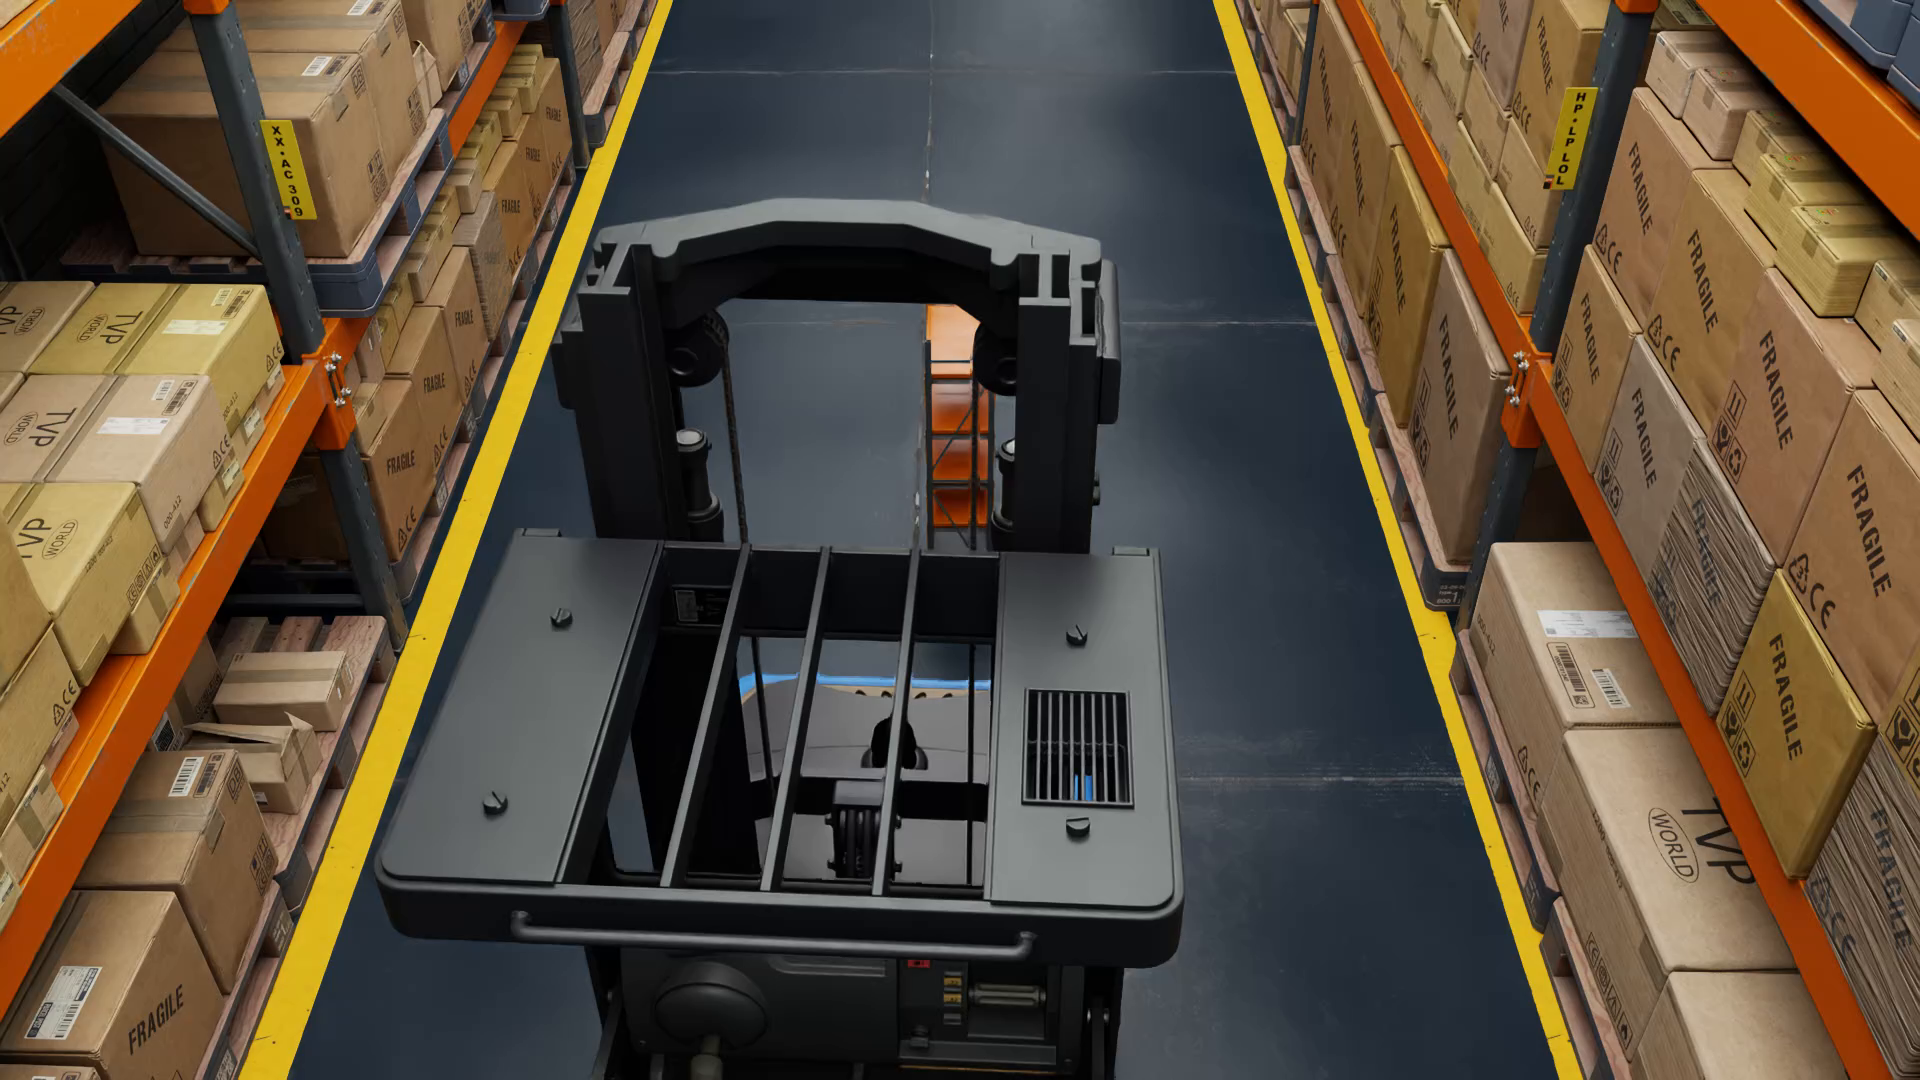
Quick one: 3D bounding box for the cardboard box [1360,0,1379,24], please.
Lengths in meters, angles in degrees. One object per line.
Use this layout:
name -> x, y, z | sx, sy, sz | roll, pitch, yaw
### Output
cardboard box -> 2.138, -2.602, 7.719 | 0.500, 0.250, 0.500 | -1, 39, -1

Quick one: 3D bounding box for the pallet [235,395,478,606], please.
pallet -> -2.627, -0.201, 6.833 | 1.003, 0.211, 1.213 | 0, 39, 0

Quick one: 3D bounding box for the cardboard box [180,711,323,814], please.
cardboard box -> -2.294, 0.694, 5.336 | 0.396, 0.266, 0.258 | 1, 39, 2

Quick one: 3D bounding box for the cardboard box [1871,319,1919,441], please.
cardboard box -> 2.099, -0.319, 3.351 | 0.380, 0.149, 0.250 | 0, 39, 0

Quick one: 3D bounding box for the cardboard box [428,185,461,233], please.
cardboard box -> -2.417, -1.432, 7.283 | 0.380, 0.149, 0.250 | 0, 39, 0

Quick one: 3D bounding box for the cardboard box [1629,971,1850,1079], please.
cardboard box -> 2.269, 1.566, 4.111 | 0.875, 0.438, 0.875 | 1, 39, 1

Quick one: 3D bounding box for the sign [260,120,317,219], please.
sign -> -2.046, -1.124, 5.062 | 0.100, 0.325, 0.005 | 0, 39, 0

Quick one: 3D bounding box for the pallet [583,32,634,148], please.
pallet -> -2.555, -2.709, 9.962 | 1.003, 0.211, 1.213 | 0, 39, 0

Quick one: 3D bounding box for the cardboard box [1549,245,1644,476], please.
cardboard box -> 2.114, -0.532, 4.935 | 0.500, 0.500, 0.500 | 1, 39, 1

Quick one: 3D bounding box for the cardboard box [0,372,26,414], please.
cardboard box -> -2.851, -0.215, 4.502 | 0.500, 0.250, 0.500 | 0, 39, 0

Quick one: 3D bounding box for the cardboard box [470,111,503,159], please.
cardboard box -> -2.397, -1.915, 7.885 | 0.380, 0.149, 0.250 | 1, 39, 1

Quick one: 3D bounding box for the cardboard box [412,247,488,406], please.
cardboard box -> -2.371, -0.917, 7.159 | 0.500, 0.500, 0.500 | -1, 39, -1

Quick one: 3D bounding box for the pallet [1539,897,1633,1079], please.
pallet -> 2.302, 1.542, 4.657 | 1.003, 0.211, 1.213 | 0, 39, 0

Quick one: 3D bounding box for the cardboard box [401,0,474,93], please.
cardboard box -> -2.367, -2.101, 6.557 | 0.700, 0.500, 0.500 | 0, 39, 0

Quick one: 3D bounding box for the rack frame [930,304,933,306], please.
rack frame -> 0.000, -0.517, 6.436 | 0.240, 1.200, 0.015 | 0, 39, 0

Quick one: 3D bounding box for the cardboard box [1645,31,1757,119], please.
cardboard box -> 2.116, -1.271, 4.540 | 0.380, 0.149, 0.250 | -1, 39, -1

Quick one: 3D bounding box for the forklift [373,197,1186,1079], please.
forklift -> -0.225, 0.987, 3.174 | 1.130, 2.935, 3.031 | 2, 39, 2

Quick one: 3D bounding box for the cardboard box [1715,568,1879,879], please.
cardboard box -> 2.105, 0.416, 3.753 | 0.500, 0.500, 0.500 | 1, 39, 1

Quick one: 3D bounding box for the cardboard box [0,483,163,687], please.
cardboard box -> -2.341, 0.105, 4.102 | 0.500, 0.250, 0.500 | 0, 39, 0

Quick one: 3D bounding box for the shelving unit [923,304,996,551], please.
shelving unit -> 0.000, -0.365, 6.246 | 0.258, 1.200, 0.503 | 0, 39, 0

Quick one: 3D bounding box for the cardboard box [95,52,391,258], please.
cardboard box -> -2.366, -1.286, 5.541 | 0.700, 0.500, 0.500 | 1, 39, 1

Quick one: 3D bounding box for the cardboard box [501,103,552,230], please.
cardboard box -> -2.388, -1.893, 8.377 | 0.500, 0.500, 0.500 | -1, 39, -1

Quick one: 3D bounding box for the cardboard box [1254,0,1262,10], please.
cardboard box -> 2.376, -3.716, 10.753 | 0.950, 0.372, 0.625 | 1, 39, 1

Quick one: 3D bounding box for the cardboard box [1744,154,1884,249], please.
cardboard box -> 2.114, -0.796, 3.946 | 0.380, 0.149, 0.250 | 0, 39, 0

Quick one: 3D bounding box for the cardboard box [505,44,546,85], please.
cardboard box -> -2.339, -2.415, 8.509 | 0.380, 0.149, 0.250 | -2, 39, -2

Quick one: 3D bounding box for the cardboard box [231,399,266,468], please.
cardboard box -> -2.314, -0.321, 4.953 | 0.380, 0.149, 0.250 | 1, 39, 1

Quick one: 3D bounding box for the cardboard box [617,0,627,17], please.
cardboard box -> -2.590, -3.739, 10.580 | 0.875, 0.625, 0.625 | -2, 39, -2

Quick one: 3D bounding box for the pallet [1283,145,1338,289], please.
pallet -> 2.296, -1.707, 8.711 | 1.003, 0.211, 1.213 | 0, 39, 0

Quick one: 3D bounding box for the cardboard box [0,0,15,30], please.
cardboard box -> -2.308, -1.154, 3.594 | 0.380, 0.149, 0.250 | 0, 39, 0

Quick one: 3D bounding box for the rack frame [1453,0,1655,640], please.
rack frame -> 2.375, -0.787, 5.333 | 1.000, 3.000, 0.127 | 0, 39, 0

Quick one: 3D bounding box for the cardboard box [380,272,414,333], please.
cardboard box -> -2.426, -0.952, 6.684 | 0.380, 0.149, 0.250 | -1, 39, -1

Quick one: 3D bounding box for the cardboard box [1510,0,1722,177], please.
cardboard box -> 2.123, -1.495, 5.338 | 0.500, 0.500, 0.500 | 1, 39, 1

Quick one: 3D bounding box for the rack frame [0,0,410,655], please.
rack frame -> -2.589, -0.781, 5.326 | 1.000, 3.000, 0.127 | 0, 39, 0

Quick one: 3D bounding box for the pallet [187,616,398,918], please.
pallet -> -2.589, 0.737, 5.662 | 1.003, 0.211, 1.213 | 0, 39, 0

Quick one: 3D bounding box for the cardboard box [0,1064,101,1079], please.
cardboard box -> -2.452, 1.615, 3.999 | 0.700, 0.500, 0.500 | 1, 39, 2

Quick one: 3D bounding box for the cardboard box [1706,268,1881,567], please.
cardboard box -> 2.117, -0.282, 3.823 | 0.500, 0.500, 0.500 | 1, 39, 1

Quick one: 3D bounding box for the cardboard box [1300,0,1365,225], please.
cardboard box -> 2.288, -2.191, 8.449 | 0.875, 0.875, 0.875 | 0, 39, 0

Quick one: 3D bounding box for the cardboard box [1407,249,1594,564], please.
cardboard box -> 2.294, -0.509, 6.350 | 0.875, 0.875, 0.875 | 1, 39, 1

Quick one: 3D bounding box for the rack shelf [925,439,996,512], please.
rack shelf -> 0.000, -0.312, 6.288 | 0.258, 0.148, 0.480 | 0, 39, 0

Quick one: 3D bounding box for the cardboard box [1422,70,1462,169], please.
cardboard box -> 2.141, -1.643, 6.521 | 0.500, 0.250, 0.500 | -1, 39, -1

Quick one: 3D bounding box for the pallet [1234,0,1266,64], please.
pallet -> 2.372, -3.450, 10.886 | 1.003, 0.211, 1.213 | 0, 39, 0

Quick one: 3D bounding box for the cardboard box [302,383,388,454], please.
cardboard box -> -2.323, -0.447, 6.053 | 0.380, 0.149, 0.250 | 2, 39, 2

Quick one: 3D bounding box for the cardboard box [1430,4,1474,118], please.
cardboard box -> 2.117, -1.835, 6.362 | 0.500, 0.250, 0.500 | 1, 39, 1

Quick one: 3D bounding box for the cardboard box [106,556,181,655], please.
cardboard box -> -2.288, 0.165, 4.346 | 0.380, 0.149, 0.250 | -1, 39, -1

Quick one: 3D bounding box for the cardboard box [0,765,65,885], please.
cardboard box -> -2.283, 0.643, 3.750 | 0.380, 0.149, 0.250 | 1, 39, 1

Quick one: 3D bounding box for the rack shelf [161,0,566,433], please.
rack shelf -> -2.591, -1.751, 7.111 | 1.077, 0.370, 4.000 | 0, 39, 0
